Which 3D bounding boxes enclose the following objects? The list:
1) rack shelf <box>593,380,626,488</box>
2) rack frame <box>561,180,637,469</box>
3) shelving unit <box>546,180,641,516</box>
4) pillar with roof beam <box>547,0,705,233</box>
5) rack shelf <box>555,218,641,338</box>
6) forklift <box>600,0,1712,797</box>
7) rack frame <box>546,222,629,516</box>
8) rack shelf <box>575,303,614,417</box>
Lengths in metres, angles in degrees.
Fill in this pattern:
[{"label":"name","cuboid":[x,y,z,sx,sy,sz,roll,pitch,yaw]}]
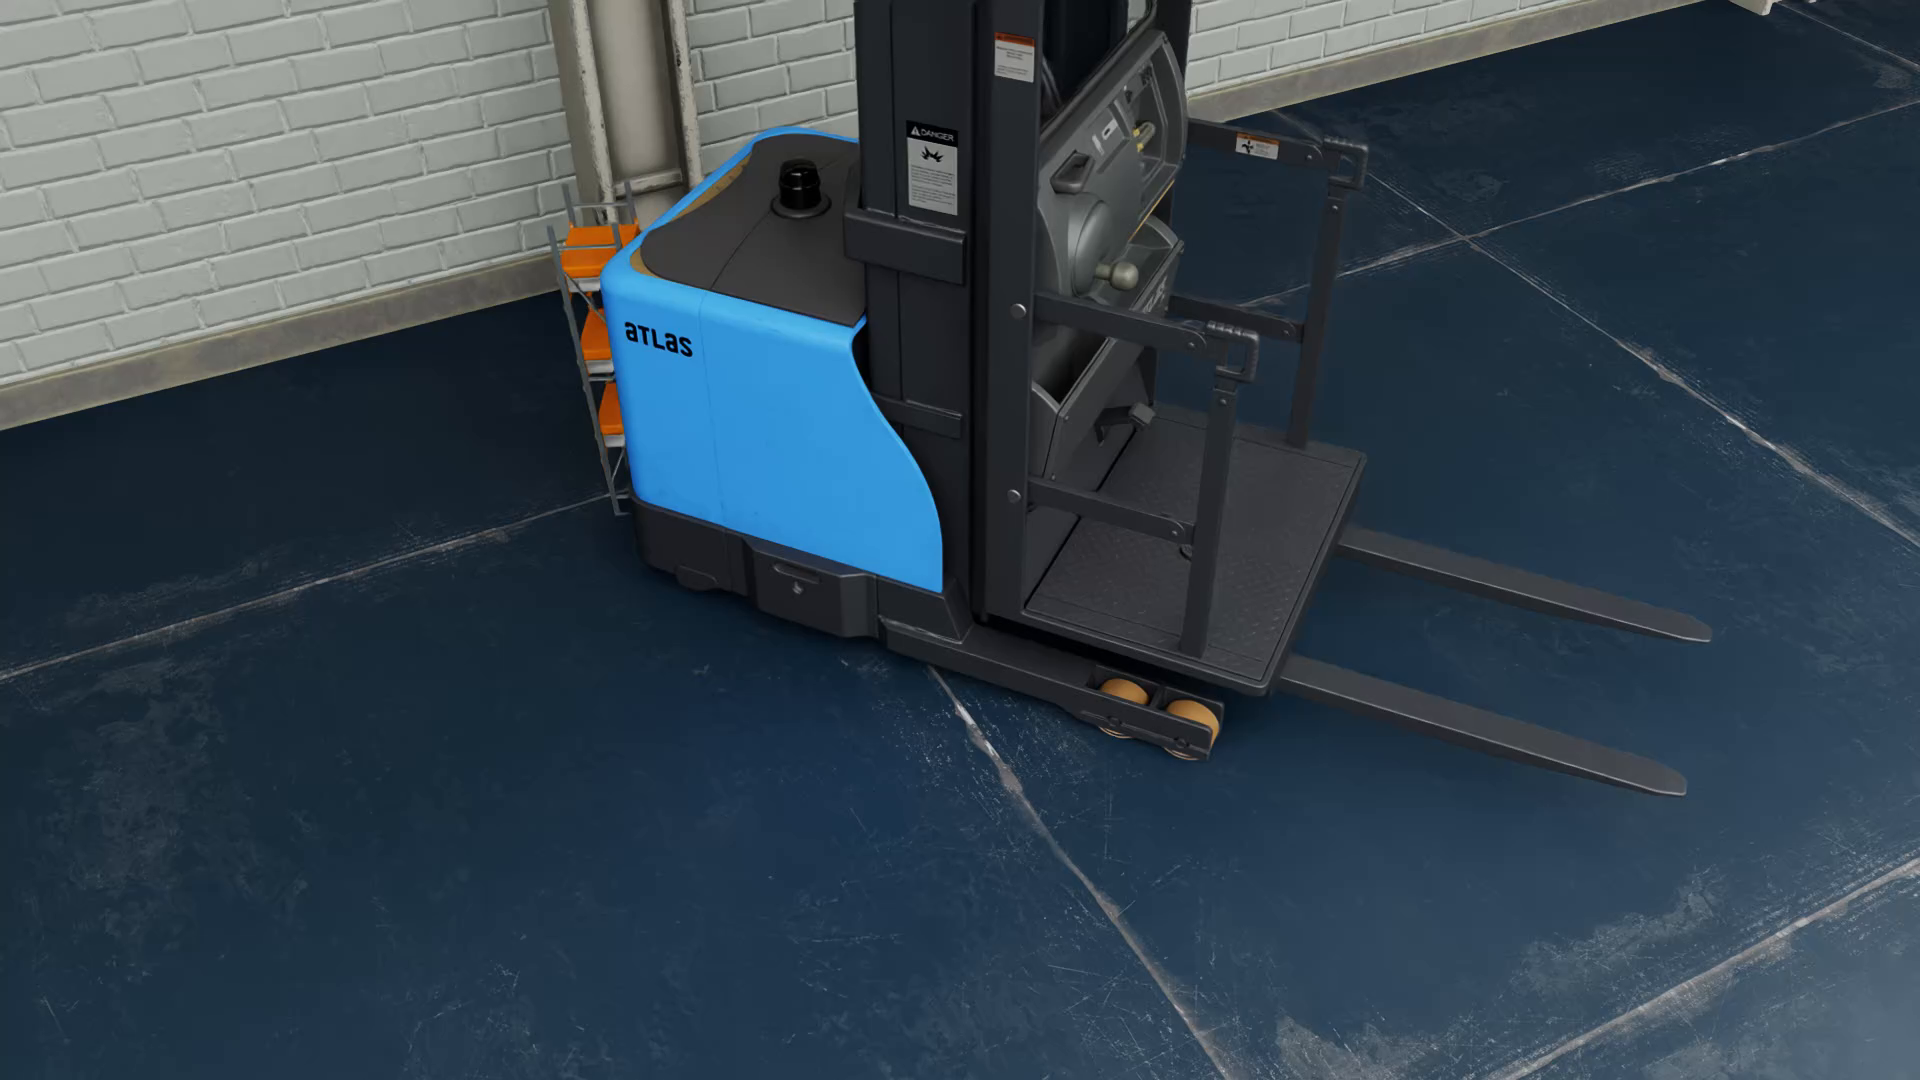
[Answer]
[{"label":"rack shelf","cuboid":[-1.021,-0.344,5.282,0.215,0.259,0.240,-3,40,1]},{"label":"rack frame","cuboid":[-1.037,-0.643,5.189,0.200,1.050,0.008,-3,40,1]},{"label":"shelving unit","cuboid":[-1.036,-0.564,5.096,0.215,1.050,0.252,-3,40,1]},{"label":"pillar with roof beam","cuboid":[0.807,-1.965,0.606,0.400,9.000,9.100,-19,44,-21]},{"label":"rack shelf","cuboid":[-1.050,-0.773,4.920,0.215,0.259,0.240,-3,40,1]},{"label":"forklift","cuboid":[0.572,-0.912,4.059,3.031,2.935,1.130,16,43,18]},{"label":"rack frame","cuboid":[-1.034,-0.486,5.003,0.200,1.050,0.008,-3,40,1]},{"label":"rack shelf","cuboid":[-1.035,-0.556,5.103,0.215,0.259,0.240,-3,40,1]}]
